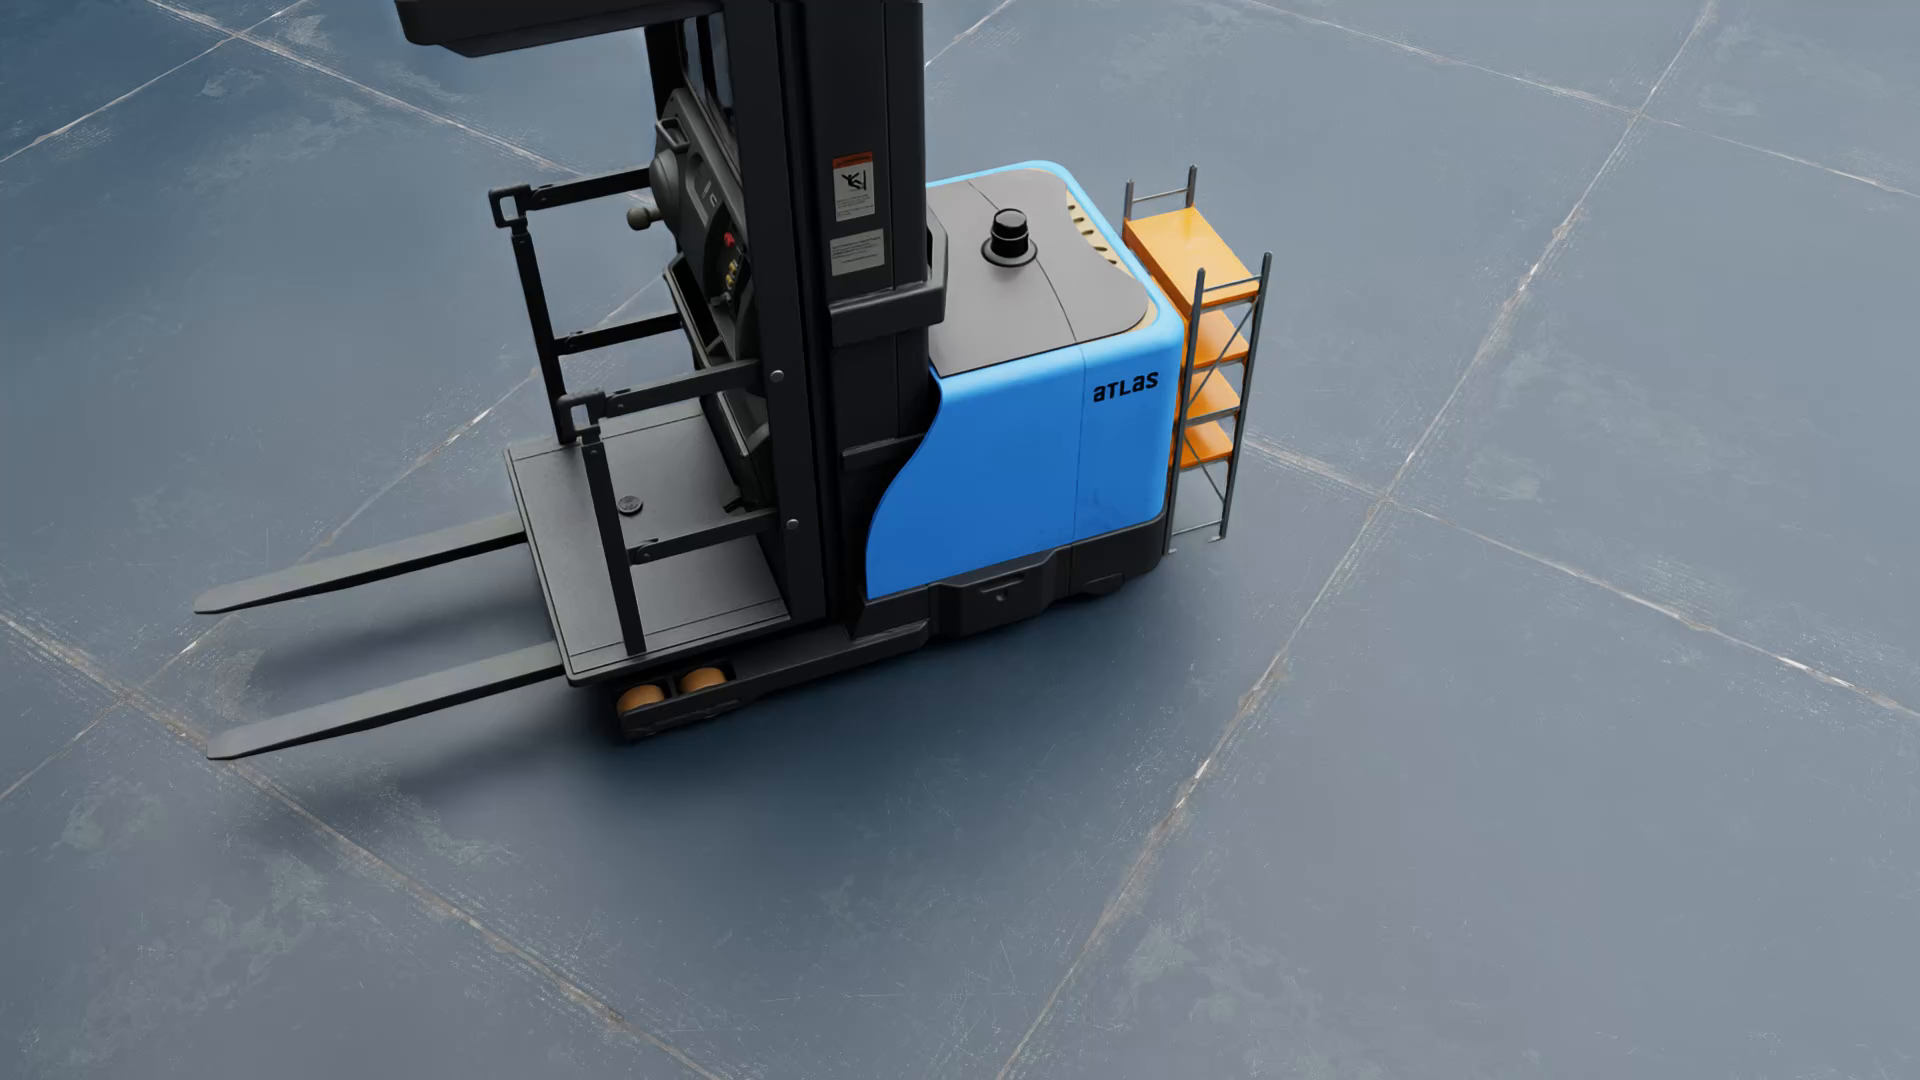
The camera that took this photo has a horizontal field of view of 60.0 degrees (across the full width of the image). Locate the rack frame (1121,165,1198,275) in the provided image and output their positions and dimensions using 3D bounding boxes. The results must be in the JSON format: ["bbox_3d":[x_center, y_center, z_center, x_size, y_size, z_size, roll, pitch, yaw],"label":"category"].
[{"bbox_3d":[0.630,-0.725,5.618,0.240,1.200,0.015,-15,48,-15],"label":"rack frame"}]

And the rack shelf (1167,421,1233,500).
[{"bbox_3d":[0.718,-0.377,5.650,0.258,0.148,0.480,-15,48,-15],"label":"rack shelf"}]

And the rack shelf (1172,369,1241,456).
[{"bbox_3d":[0.718,-0.515,5.508,0.258,0.148,0.480,-15,48,-15],"label":"rack shelf"}]

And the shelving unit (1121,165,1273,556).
[{"bbox_3d":[0.718,-0.562,5.459,0.258,1.200,0.503,-15,48,-15],"label":"shelving unit"}]

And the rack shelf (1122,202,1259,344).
[{"bbox_3d":[0.719,-0.836,5.178,0.258,0.148,0.480,-15,48,-15],"label":"rack shelf"}]

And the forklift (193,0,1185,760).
[{"bbox_3d":[-0.891,-0.844,4.526,3.031,2.935,1.130,-15,48,-15],"label":"forklift"}]

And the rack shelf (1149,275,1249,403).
[{"bbox_3d":[0.718,-0.671,5.347,0.258,0.148,0.480,-15,48,-15],"label":"rack shelf"}]

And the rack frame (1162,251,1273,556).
[{"bbox_3d":[0.806,-0.399,5.301,0.240,1.200,0.015,-15,48,-15],"label":"rack frame"}]
